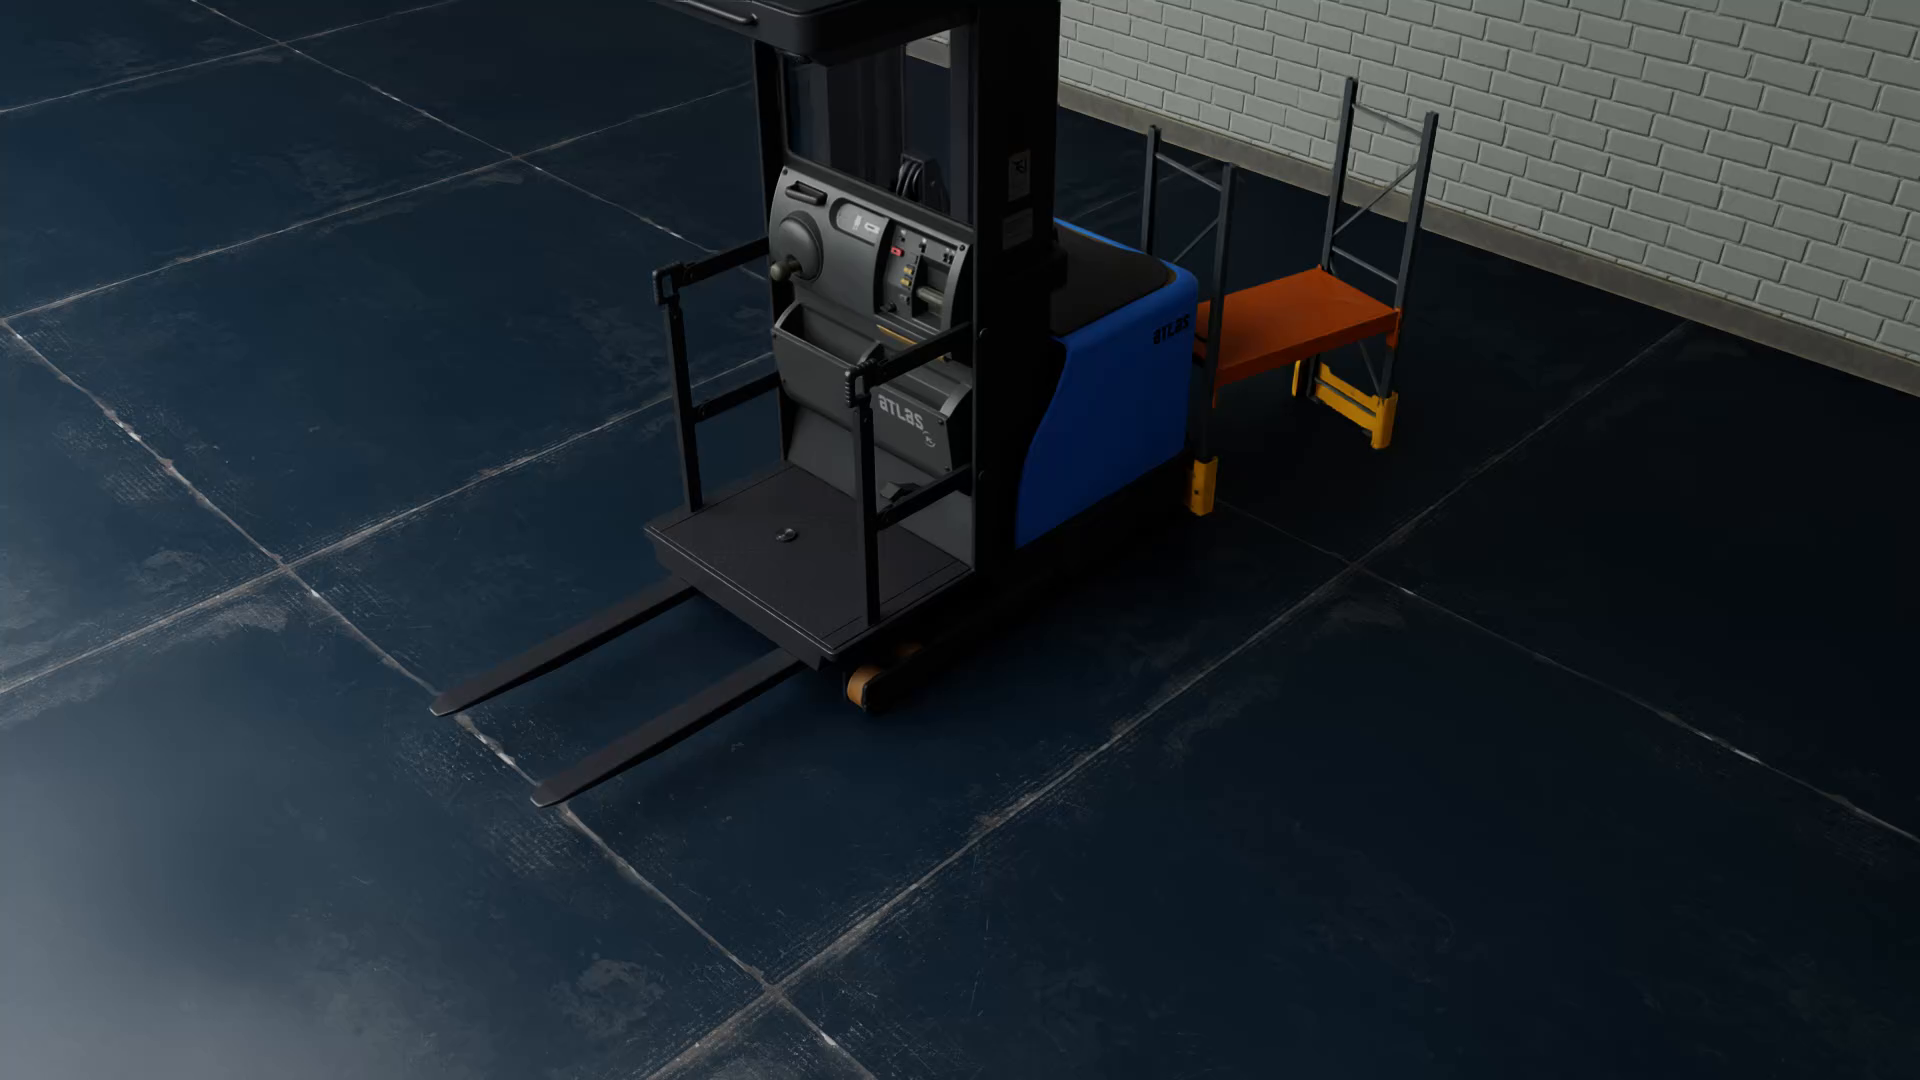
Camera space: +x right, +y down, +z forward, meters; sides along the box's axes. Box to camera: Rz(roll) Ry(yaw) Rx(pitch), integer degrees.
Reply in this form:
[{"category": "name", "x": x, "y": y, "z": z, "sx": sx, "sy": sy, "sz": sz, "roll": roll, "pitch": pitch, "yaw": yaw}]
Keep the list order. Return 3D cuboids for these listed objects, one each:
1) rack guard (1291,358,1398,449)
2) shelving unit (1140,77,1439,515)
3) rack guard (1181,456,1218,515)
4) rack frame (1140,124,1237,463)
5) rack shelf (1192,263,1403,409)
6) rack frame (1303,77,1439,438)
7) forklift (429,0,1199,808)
[{"category": "rack guard", "x": 1.720, "y": -0.655, "z": 7.471, "sx": 0.087, "sy": 0.250, "sz": 0.587, "roll": -19, "pitch": 39, "yaw": -26}, {"category": "shelving unit", "x": 1.297, "y": -1.018, "z": 6.899, "sx": 1.083, "sy": 1.500, "sz": 0.587, "roll": -19, "pitch": 39, "yaw": -26}, {"category": "rack guard", "x": 0.873, "y": -0.356, "z": 7.042, "sx": 0.087, "sy": 0.250, "sz": 0.587, "roll": -19, "pitch": 39, "yaw": -26}, {"category": "rack frame", "x": 0.872, "y": -0.868, "z": 6.684, "sx": 0.032, "sy": 1.500, "sz": 0.500, "roll": -19, "pitch": 39, "yaw": -26}, {"category": "rack shelf", "x": 1.304, "y": -0.873, "z": 7.006, "sx": 1.000, "sy": 0.185, "sz": 0.538, "roll": -19, "pitch": 39, "yaw": -26}, {"category": "rack frame", "x": 1.737, "y": -1.174, "z": 7.122, "sx": 0.032, "sy": 1.500, "sz": 0.500, "roll": -19, "pitch": 39, "yaw": -26}, {"category": "forklift", "x": -0.470, "y": -0.934, "z": 5.527, "sx": 3.031, "sy": 2.935, "sz": 1.130, "roll": -30, "pitch": 45, "yaw": -35}]
